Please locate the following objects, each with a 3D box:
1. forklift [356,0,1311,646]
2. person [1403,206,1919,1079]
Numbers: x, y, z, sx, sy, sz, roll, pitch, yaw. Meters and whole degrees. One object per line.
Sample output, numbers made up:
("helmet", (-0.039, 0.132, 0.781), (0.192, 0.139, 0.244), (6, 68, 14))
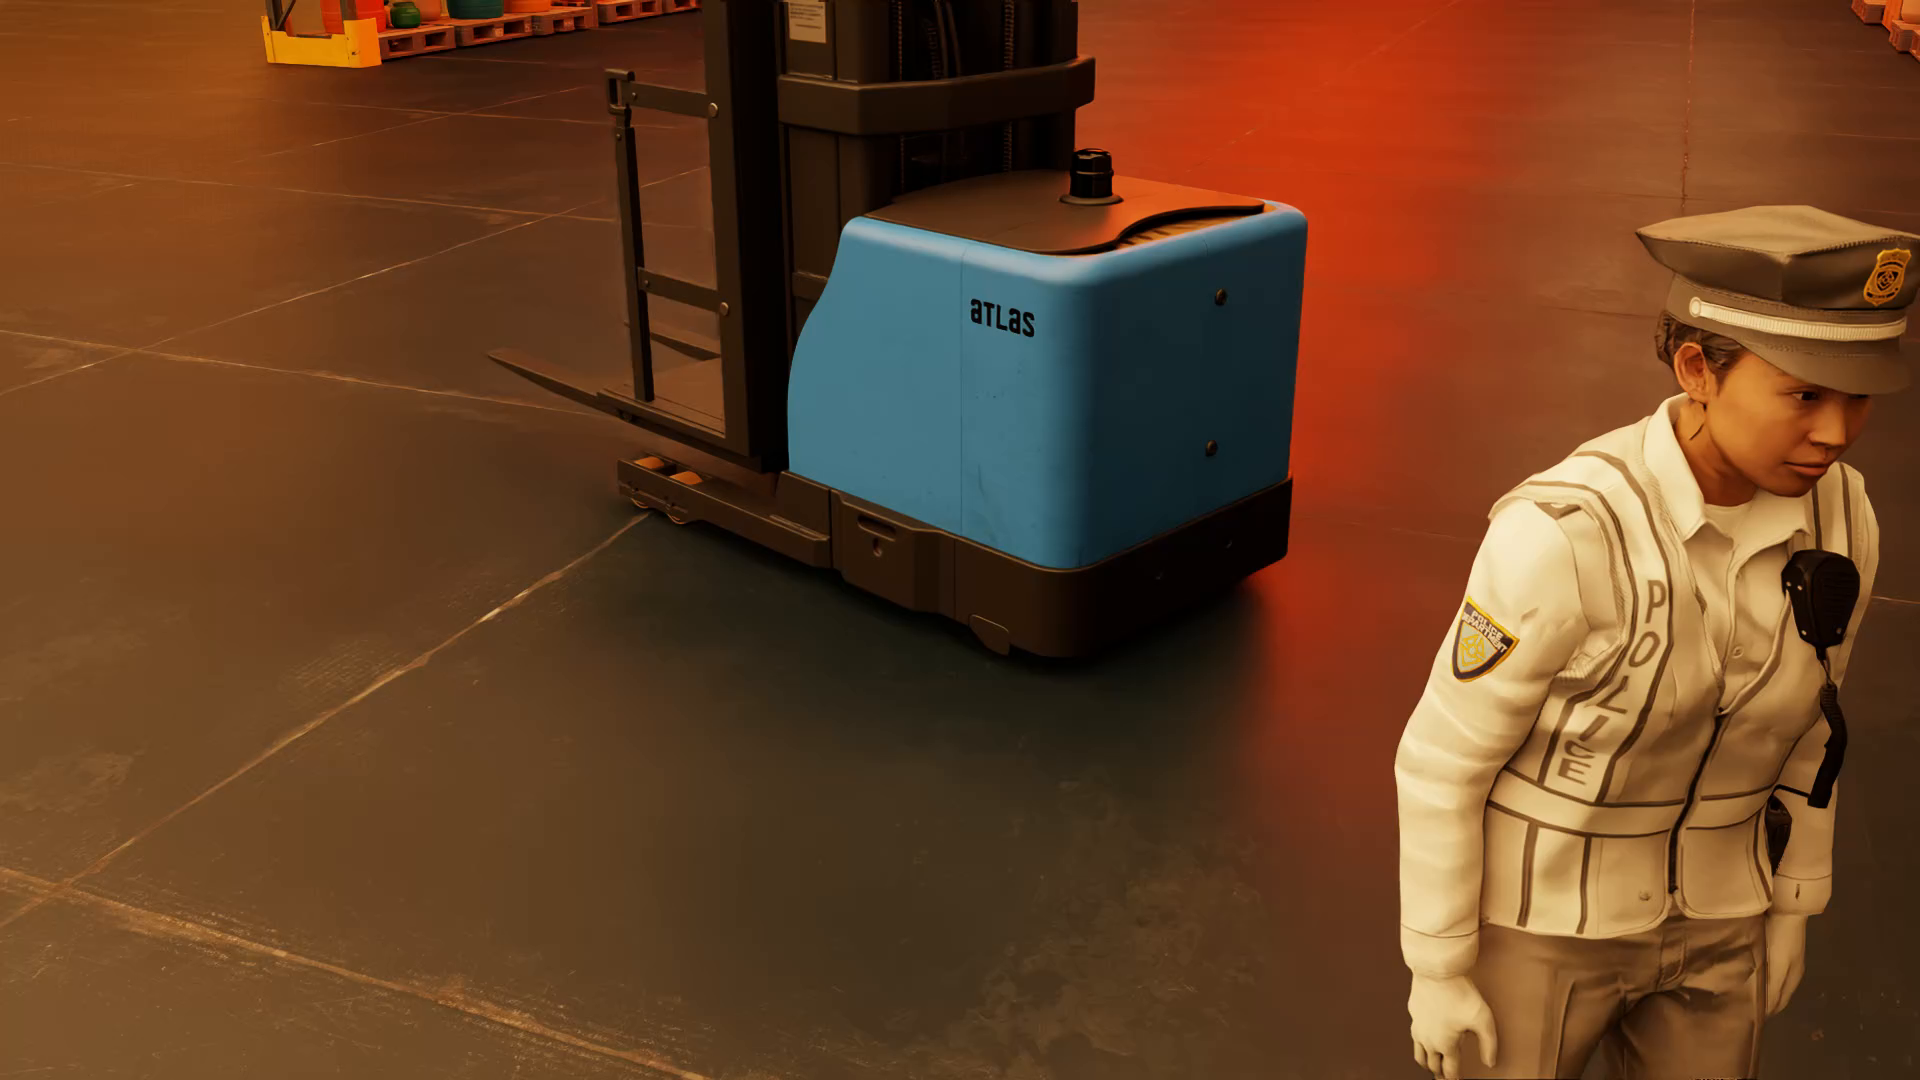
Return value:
("forklift", (-0.547, -1.458, 4.780), (3.031, 2.935, 1.130), (11, 25, 25))
("person", (0.742, 0.448, 1.870), (0.528, 1.662, 0.375), (-5, 23, -13))
